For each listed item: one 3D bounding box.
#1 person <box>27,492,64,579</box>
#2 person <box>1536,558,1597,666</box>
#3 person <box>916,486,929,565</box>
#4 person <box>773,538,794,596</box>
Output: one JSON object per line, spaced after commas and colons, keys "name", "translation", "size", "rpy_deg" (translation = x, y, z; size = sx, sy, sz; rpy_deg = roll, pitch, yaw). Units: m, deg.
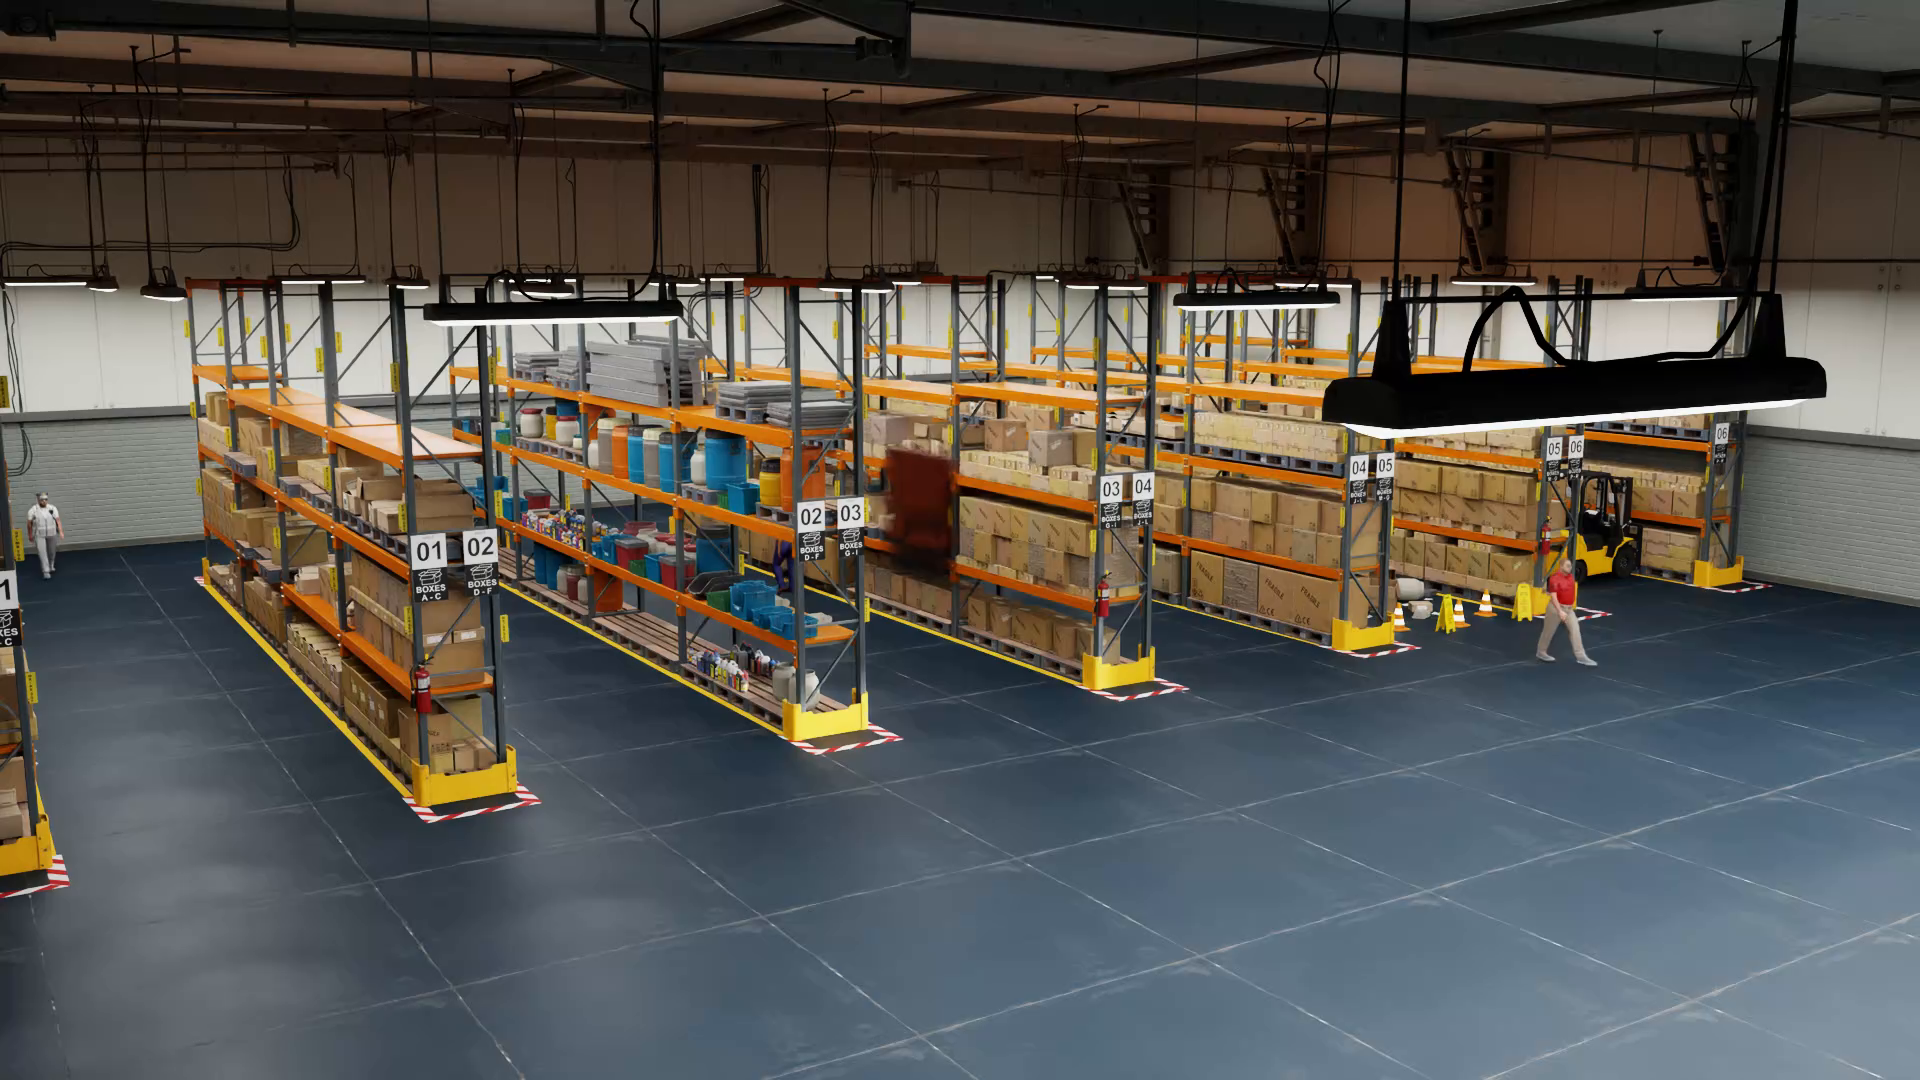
{"name": "person", "translation": [-18.419, -0.125, 33.499], "size": [0.617, 1.702, 1.058], "rpy_deg": [-7, 12, -34]}
{"name": "person", "translation": [9.538, 1.117, 26.147], "size": [0.578, 1.682, 0.952], "rpy_deg": [-5, 11, -25]}
{"name": "person", "translation": [-0.784, -0.343, 34.988], "size": [0.451, 1.622, 1.028], "rpy_deg": [-6, 11, -30]}
{"name": "person", "translation": [-3.165, 0.181, 30.328], "size": [0.522, 1.708, 0.389], "rpy_deg": [-7, 12, -36]}
